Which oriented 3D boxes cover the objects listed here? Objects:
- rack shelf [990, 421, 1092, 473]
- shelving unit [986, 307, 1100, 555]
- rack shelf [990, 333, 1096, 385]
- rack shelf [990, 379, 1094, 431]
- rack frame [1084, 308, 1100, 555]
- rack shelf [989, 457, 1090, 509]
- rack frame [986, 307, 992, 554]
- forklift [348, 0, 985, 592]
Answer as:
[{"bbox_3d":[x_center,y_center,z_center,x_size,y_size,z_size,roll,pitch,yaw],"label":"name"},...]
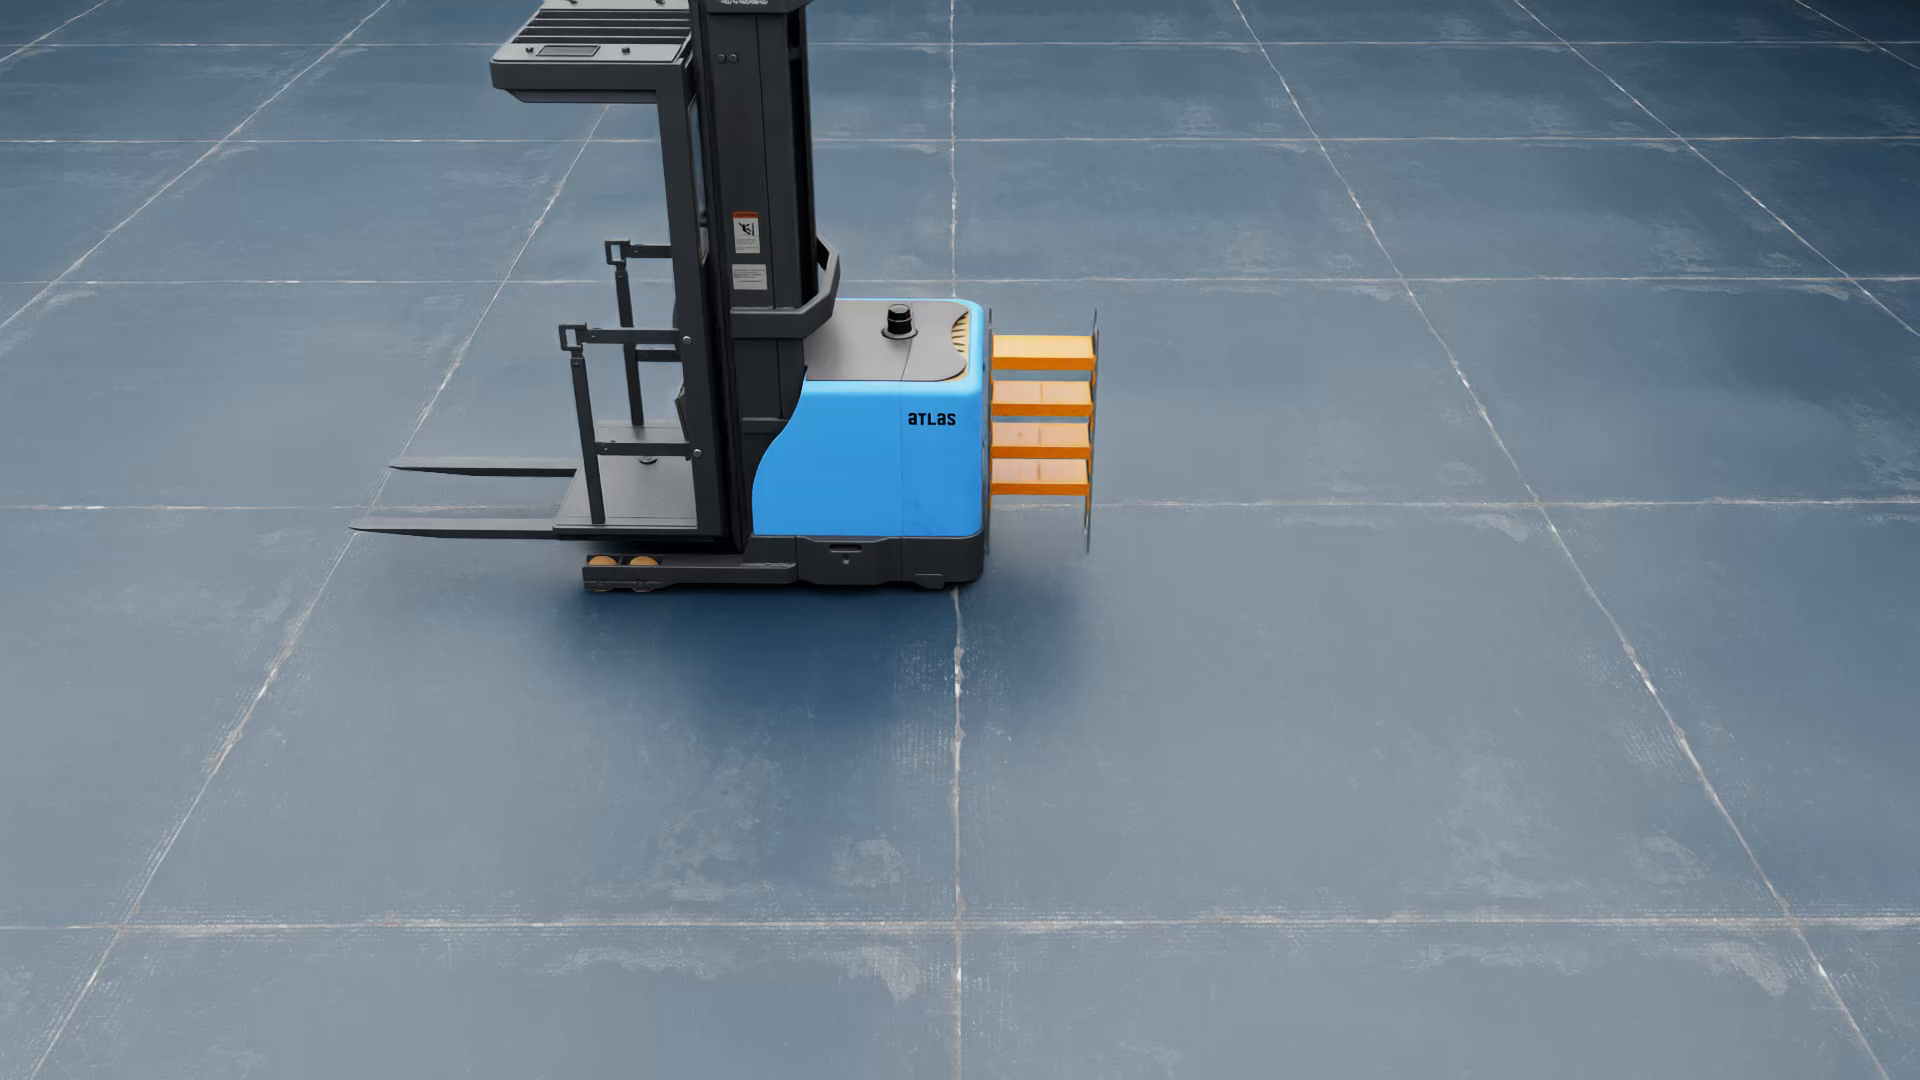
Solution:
[{"bbox_3d":[0.383,-0.447,7.960,0.480,0.148,0.258,1,31,1],"label":"rack shelf"},{"bbox_3d":[0.383,-0.505,7.925,0.503,1.200,0.258,1,31,1],"label":"shelving unit"},{"bbox_3d":[0.383,-0.841,7.722,0.480,0.148,0.258,1,31,1],"label":"rack shelf"},{"bbox_3d":[0.383,-0.639,7.844,0.480,0.148,0.258,1,31,1],"label":"rack shelf"},{"bbox_3d":[0.627,-0.502,7.921,0.015,1.200,0.240,1,31,1],"label":"rack frame"},{"bbox_3d":[0.383,-0.278,8.063,0.480,0.148,0.258,1,31,1],"label":"rack shelf"},{"bbox_3d":[0.139,-0.507,7.930,0.015,1.200,0.240,1,31,1],"label":"rack frame"},{"bbox_3d":[-1.396,-1.281,7.535,3.031,2.935,1.130,1,31,1],"label":"forklift"}]
